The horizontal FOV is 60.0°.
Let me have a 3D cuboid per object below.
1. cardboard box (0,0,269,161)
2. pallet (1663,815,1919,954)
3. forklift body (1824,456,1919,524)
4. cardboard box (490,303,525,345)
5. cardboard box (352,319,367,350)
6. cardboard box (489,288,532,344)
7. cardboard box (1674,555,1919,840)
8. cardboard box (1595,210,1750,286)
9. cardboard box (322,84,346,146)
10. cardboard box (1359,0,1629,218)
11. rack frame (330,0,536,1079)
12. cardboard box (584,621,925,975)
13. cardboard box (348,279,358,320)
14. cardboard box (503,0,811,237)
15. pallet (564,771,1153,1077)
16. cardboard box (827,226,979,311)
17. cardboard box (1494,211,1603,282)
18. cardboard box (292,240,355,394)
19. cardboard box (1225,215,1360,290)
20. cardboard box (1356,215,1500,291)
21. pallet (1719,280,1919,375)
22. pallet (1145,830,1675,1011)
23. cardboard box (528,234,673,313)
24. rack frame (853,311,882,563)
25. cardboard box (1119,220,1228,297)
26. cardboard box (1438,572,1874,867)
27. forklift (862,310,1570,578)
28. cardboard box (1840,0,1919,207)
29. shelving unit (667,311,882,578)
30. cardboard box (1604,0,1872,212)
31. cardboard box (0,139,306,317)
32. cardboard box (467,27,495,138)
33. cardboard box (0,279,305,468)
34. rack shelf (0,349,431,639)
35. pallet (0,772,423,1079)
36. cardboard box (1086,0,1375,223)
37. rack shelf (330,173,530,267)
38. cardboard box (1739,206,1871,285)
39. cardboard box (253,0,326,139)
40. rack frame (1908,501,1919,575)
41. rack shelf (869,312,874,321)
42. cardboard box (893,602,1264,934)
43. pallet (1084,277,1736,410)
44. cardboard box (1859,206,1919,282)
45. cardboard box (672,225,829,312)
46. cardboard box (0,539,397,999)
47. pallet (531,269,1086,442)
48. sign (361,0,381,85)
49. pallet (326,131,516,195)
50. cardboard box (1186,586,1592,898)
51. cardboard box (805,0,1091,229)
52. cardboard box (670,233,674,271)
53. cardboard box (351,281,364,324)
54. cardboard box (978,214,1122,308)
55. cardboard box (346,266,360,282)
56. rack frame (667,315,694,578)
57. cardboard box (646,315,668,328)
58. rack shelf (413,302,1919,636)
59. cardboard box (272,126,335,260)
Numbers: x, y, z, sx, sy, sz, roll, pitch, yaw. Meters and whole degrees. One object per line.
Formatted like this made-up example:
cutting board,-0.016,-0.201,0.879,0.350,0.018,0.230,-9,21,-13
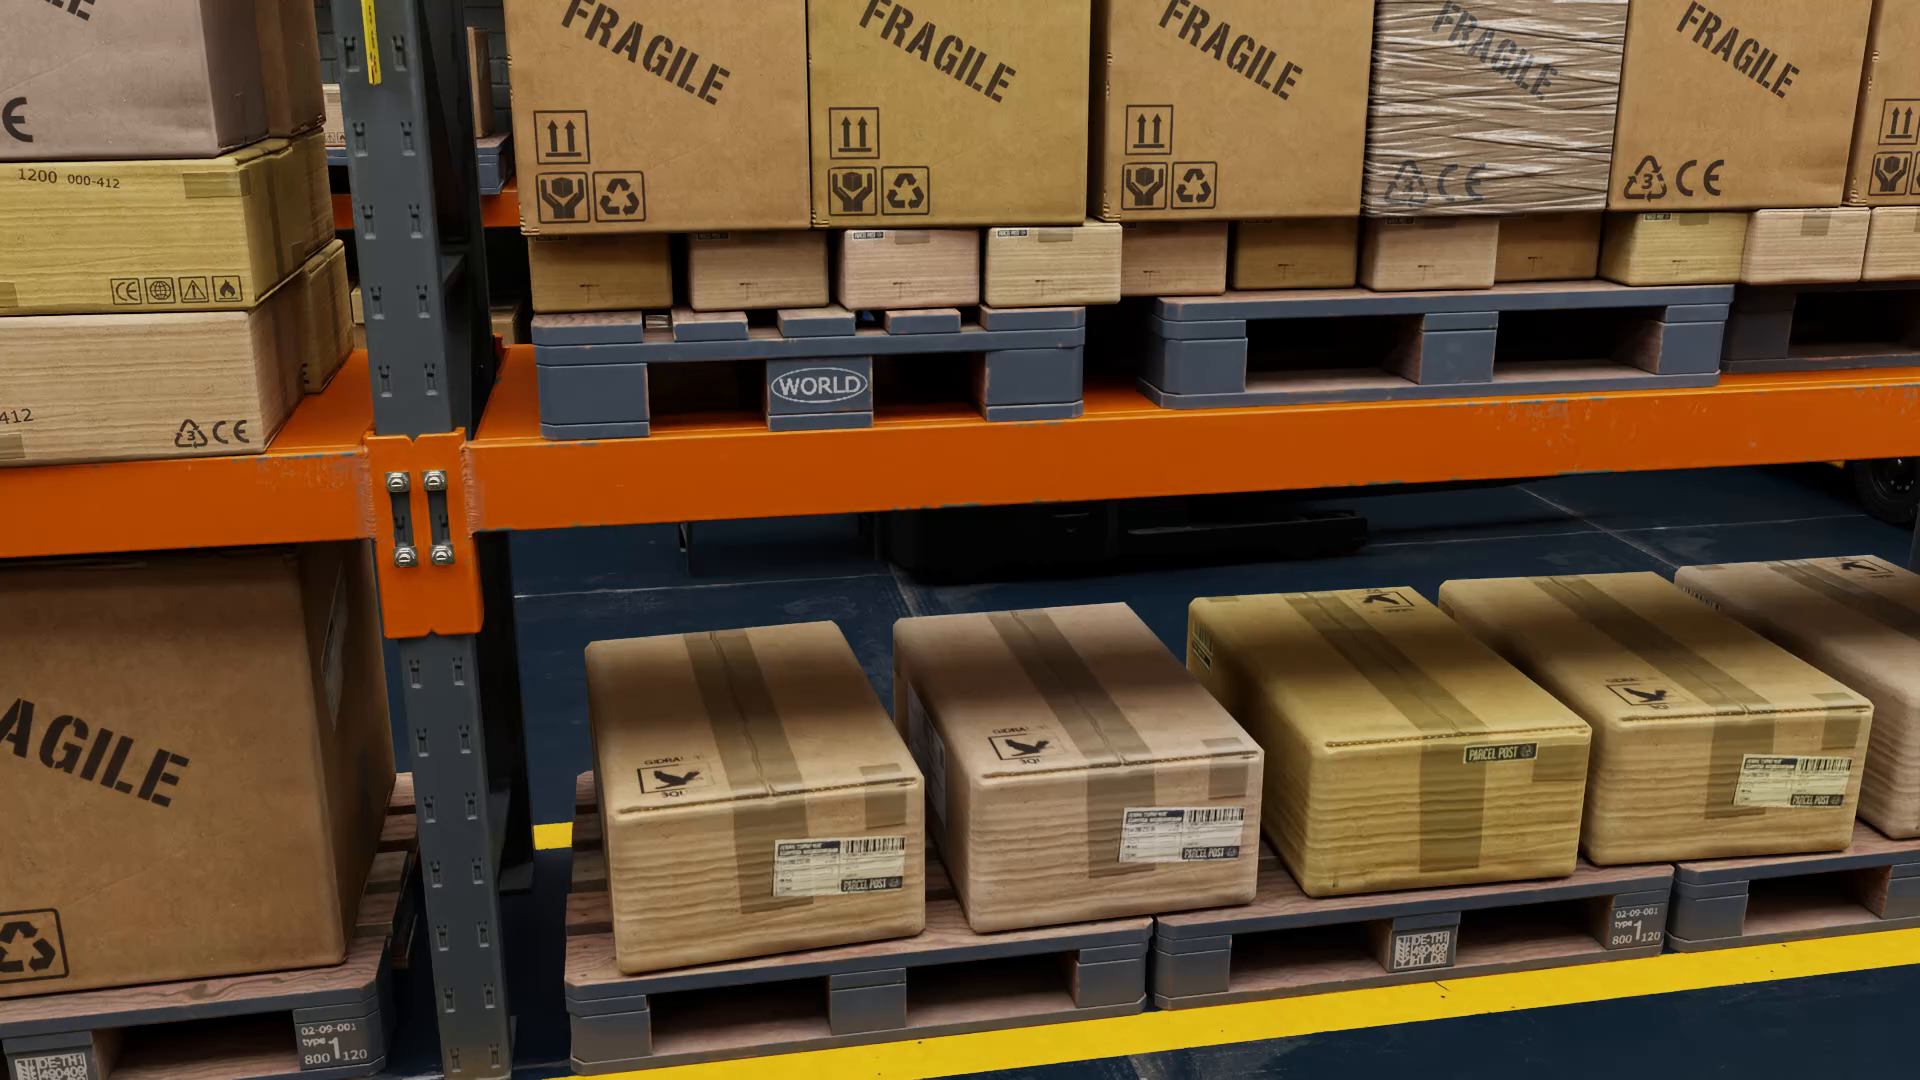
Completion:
cardboard box,-1.506,-0.917,2.814,0.500,0.500,0.500,-4,17,-12
pallet,2.116,0.659,4.307,1.213,0.211,1.003,-3,17,-10
forklift body,4.346,-1.334,7.492,1.214,2.155,2.313,-3,17,-10
cardboard box,-2.367,-0.846,8.000,0.500,0.500,0.500,-3,17,-9
cardboard box,-2.861,-0.821,7.919,0.500,0.500,0.500,-4,17,-11
cardboard box,-2.460,-0.989,8.465,0.500,0.500,0.500,-3,17,-8
cardboard box,2.365,0.367,4.267,0.625,0.372,0.950,-3,17,-10
cardboard box,1.423,-0.638,3.492,0.250,0.149,0.380,-3,17,-10
cardboard box,-2.967,-1.903,7.438,0.500,0.250,0.500,-4,18,-13
cardboard box,0.961,-0.932,3.347,0.500,0.500,0.500,-4,18,-13
rack frame,-1.048,-0.495,3.315,0.127,3.000,1.000,-3,17,-10
cardboard box,-0.491,0.532,3.732,0.625,0.372,0.950,-4,18,-14
cardboard box,-2.959,-1.115,7.771,0.250,0.149,0.380,-4,17,-12
cardboard box,-0.562,-0.844,3.059,0.500,0.500,0.500,-4,17,-12
pallet,-0.280,0.795,3.865,1.213,0.211,1.003,-3,17,-10
cardboard box,-0.132,-0.548,3.201,0.250,0.149,0.380,-4,18,-14
cardboard box,1.144,-0.653,3.540,0.250,0.149,0.380,-4,17,-12
cardboard box,-1.576,-0.469,3.484,0.500,0.250,0.500,-4,17,-11
cardboard box,0.634,-0.621,3.436,0.250,0.149,0.380,-3,17,-8
cardboard box,0.903,-0.616,3.422,0.250,0.149,0.380,-3,17,-9
pallet,2.102,-0.626,4.067,1.213,0.211,1.003,-3,17,-10
pallet,0.915,0.728,4.083,1.213,0.211,1.003,-3,17,-10
cardboard box,-0.693,-0.540,3.175,0.250,0.149,0.380,-4,18,-14
rack frame,-0.365,-0.683,6.482,0.023,1.500,0.400,-4,18,-14
cardboard box,0.364,-0.594,3.348,0.250,0.149,0.380,-2,17,-7
cardboard box,1.660,0.408,4.134,0.625,0.372,0.950,-2,17,-7
forklift,1.130,-1.472,6.613,3.031,2.935,1.130,-4,18,-14
cardboard box,1.983,-0.989,3.530,0.500,0.500,0.500,-3,17,-10
shelving unit,-0.719,-0.657,6.395,0.755,1.500,0.431,-4,18,-14
cardboard box,1.475,-0.962,3.442,0.500,0.500,0.500,-3,17,-9
cardboard box,-1.475,-0.562,2.937,0.500,0.250,0.500,-3,17,-11
cardboard box,-2.528,-2.191,7.950,0.500,0.500,0.500,-2,17,-8
cardboard box,-1.495,-0.320,3.002,0.500,0.250,0.500,-4,17,-12
rack shelf,-3.011,-0.040,3.058,4.000,0.370,1.077,-3,17,-10
pallet,-1.836,0.860,3.652,1.213,0.211,1.003,-3,17,-10
cardboard box,0.469,-0.907,3.263,0.500,0.500,0.500,-3,17,-10
rack shelf,-3.957,-1.471,7.716,4.000,0.370,1.077,-3,17,-10
cardboard box,1.669,-0.641,3.502,0.250,0.149,0.380,-3,17,-10
cardboard box,-1.578,-1.064,3.294,0.500,0.500,0.500,-4,17,-12
rack frame,2.880,-0.718,4.040,0.127,3.000,1.000,-3,17,-10
rack shelf,-0.719,-1.030,6.281,0.720,0.370,0.431,-4,18,-14
cardboard box,0.232,0.488,3.874,0.625,0.372,0.950,-4,17,-12
pallet,0.888,-0.526,3.741,1.213,0.211,1.003,-3,17,-10
cardboard box,1.918,-0.656,3.552,0.250,0.149,0.380,-4,17,-11
cardboard box,-0.409,-0.546,3.194,0.250,0.149,0.380,-4,18,-14
cardboard box,-1.742,0.334,3.518,0.875,0.875,0.875,-3,17,-11
pallet,-0.368,-0.474,3.572,1.003,0.211,1.213,-3,17,-10
sign,-0.939,-0.889,2.625,0.005,0.325,0.100,-3,17,-10
pallet,-2.645,-1.776,7.812,1.003,0.211,1.213,-3,17,-10
cardboard box,0.978,0.448,4.006,0.625,0.372,0.950,-3,17,-9
cardboard box,-0.052,-0.875,3.161,0.500,0.500,0.500,-2,17,-8
cardboard box,-0.521,-0.698,3.687,0.250,0.149,0.380,-3,17,-10
cardboard box,-2.692,-1.117,7.777,0.250,0.149,0.380,-4,18,-13
cardboard box,0.142,-0.558,3.231,0.250,0.149,0.380,-3,17,-10
cardboard box,-3.059,-1.259,8.238,0.250,0.149,0.380,-3,17,-10
rack frame,-1.074,-0.630,6.309,0.023,1.500,0.400,-4,18,-14
cardboard box,-1.378,-1.022,8.360,0.625,0.625,0.875,-3,17,-9
rack shelf,0.916,-0.263,3.783,4.000,0.370,1.077,-3,17,-10
cardboard box,-1.592,-0.705,3.404,0.500,0.250,0.500,-3,17,-11
